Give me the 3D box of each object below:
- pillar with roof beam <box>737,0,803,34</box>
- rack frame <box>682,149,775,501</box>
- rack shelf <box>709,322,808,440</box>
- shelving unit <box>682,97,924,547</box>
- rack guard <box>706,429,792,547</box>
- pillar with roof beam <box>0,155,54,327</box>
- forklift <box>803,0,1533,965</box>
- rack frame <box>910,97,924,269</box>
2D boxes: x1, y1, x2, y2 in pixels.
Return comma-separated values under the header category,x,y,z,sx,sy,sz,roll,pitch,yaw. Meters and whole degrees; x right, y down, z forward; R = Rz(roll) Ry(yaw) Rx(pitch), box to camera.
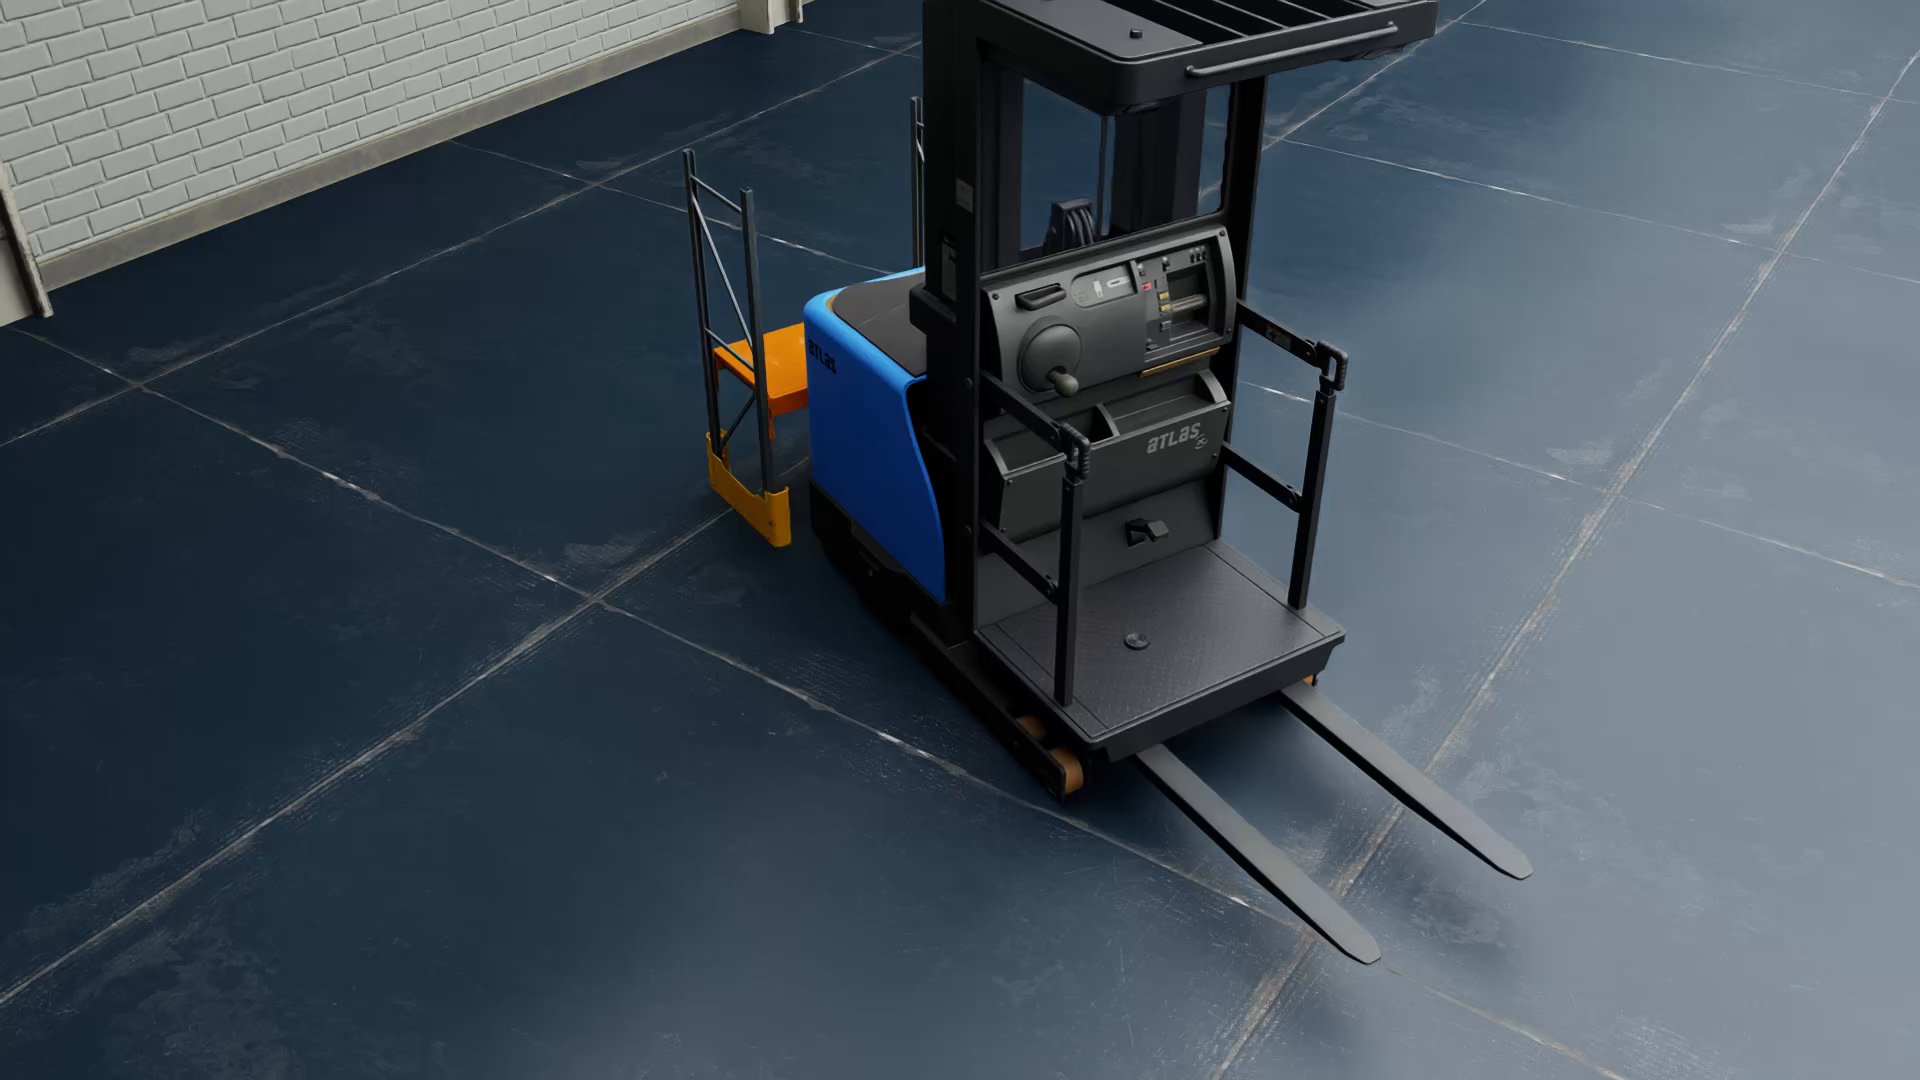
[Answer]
category,x,y,z,sx,sy,sz,roll,pitch,yaw
pillar with roof beam,2.119,-6.220,7.914,9.100,9.000,0.400,21,39,28
rack frame,-0.889,-0.730,6.491,0.032,1.500,0.500,-21,39,-28
rack shelf,-0.469,-0.742,6.829,1.000,0.185,0.538,-21,39,-28
shelving unit,-0.462,-0.893,6.732,1.083,1.500,0.587,-21,39,-28
rack guard,-0.873,-0.218,6.850,0.087,0.250,0.587,-21,39,-28
pillar with roof beam,-1.302,-3.459,3.831,9.100,9.000,0.400,21,39,28
forklift,0.609,-0.669,5.123,1.130,2.935,3.031,-19,39,-26
rack frame,-0.049,-1.051,6.965,0.032,1.500,0.500,-21,39,-28
